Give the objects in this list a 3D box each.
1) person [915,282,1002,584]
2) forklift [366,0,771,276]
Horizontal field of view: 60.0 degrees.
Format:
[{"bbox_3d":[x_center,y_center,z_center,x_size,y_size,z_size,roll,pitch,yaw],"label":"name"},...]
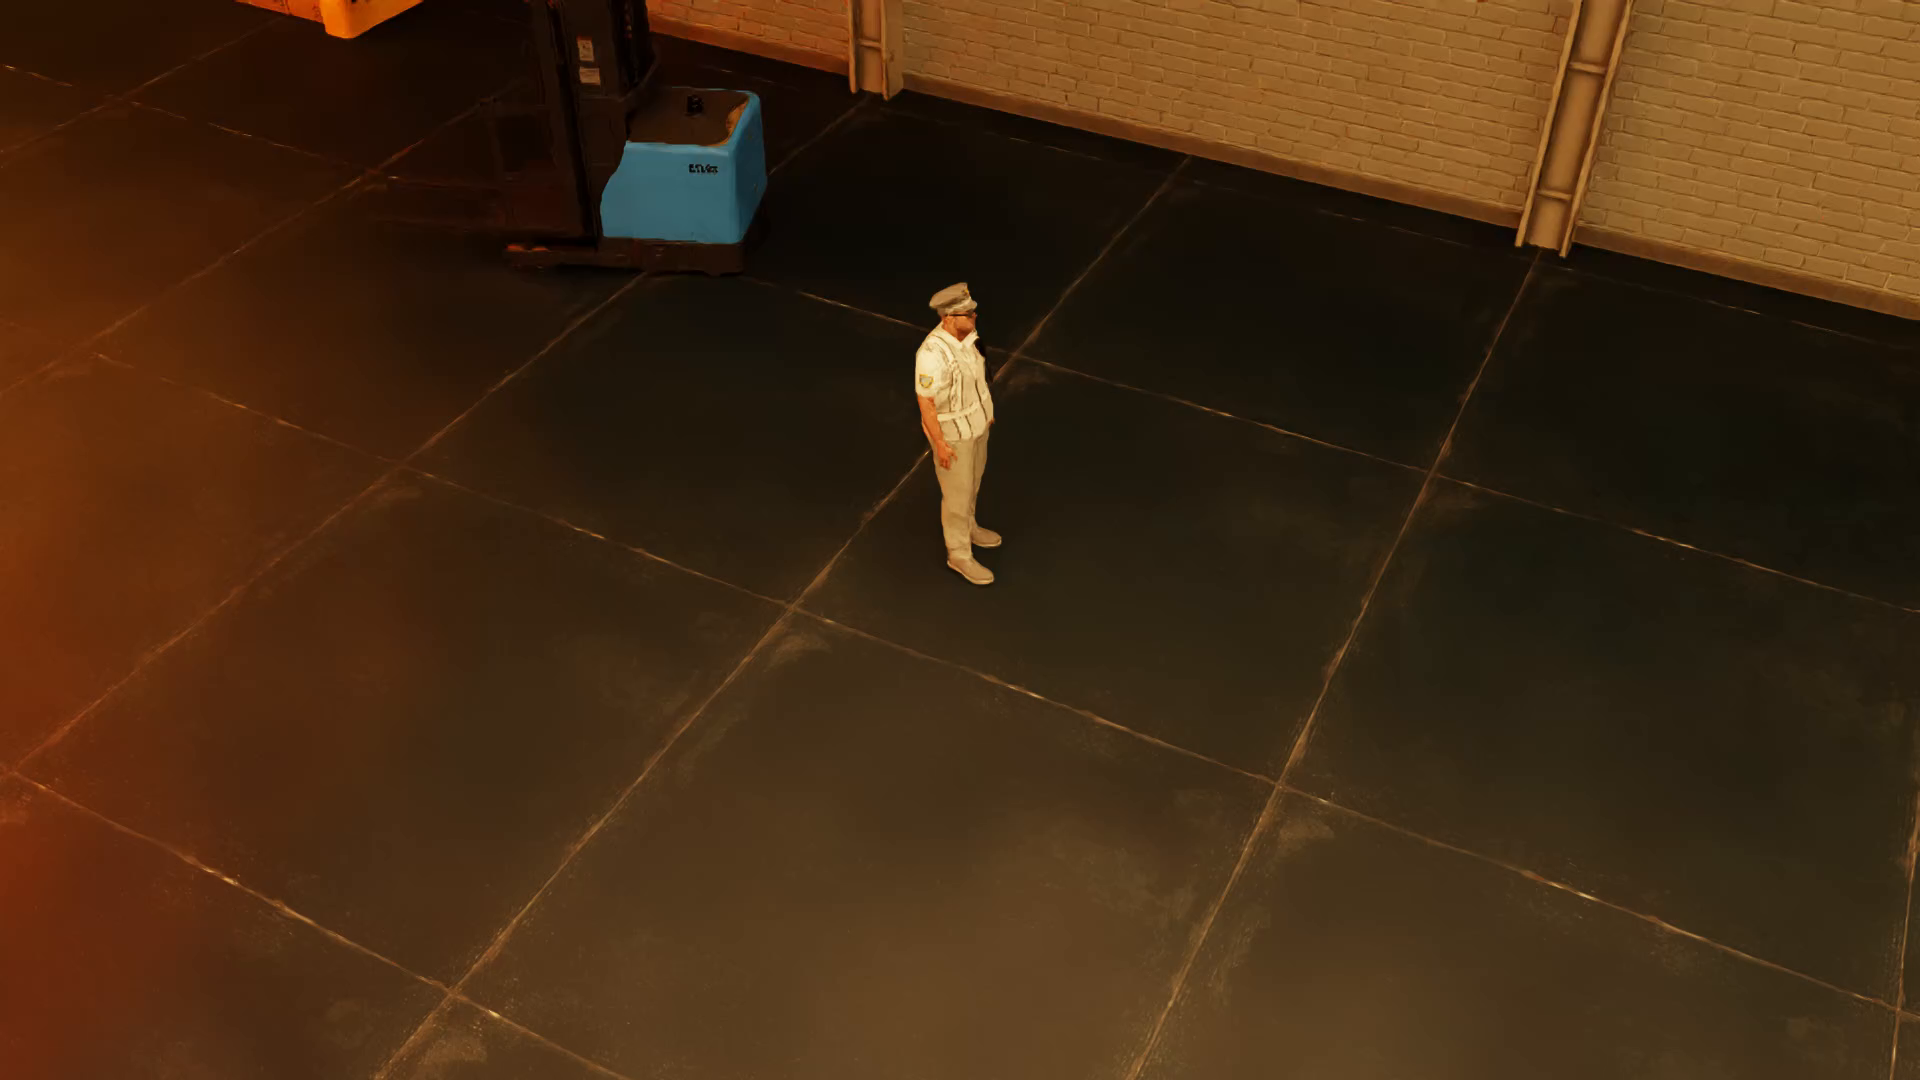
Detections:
[{"bbox_3d":[0.064,-0.658,9.647,0.574,1.781,0.640,18,43,21],"label":"person"},{"bbox_3d":[-3.062,-3.536,12.185,3.031,2.935,1.130,5,40,6],"label":"forklift"}]
